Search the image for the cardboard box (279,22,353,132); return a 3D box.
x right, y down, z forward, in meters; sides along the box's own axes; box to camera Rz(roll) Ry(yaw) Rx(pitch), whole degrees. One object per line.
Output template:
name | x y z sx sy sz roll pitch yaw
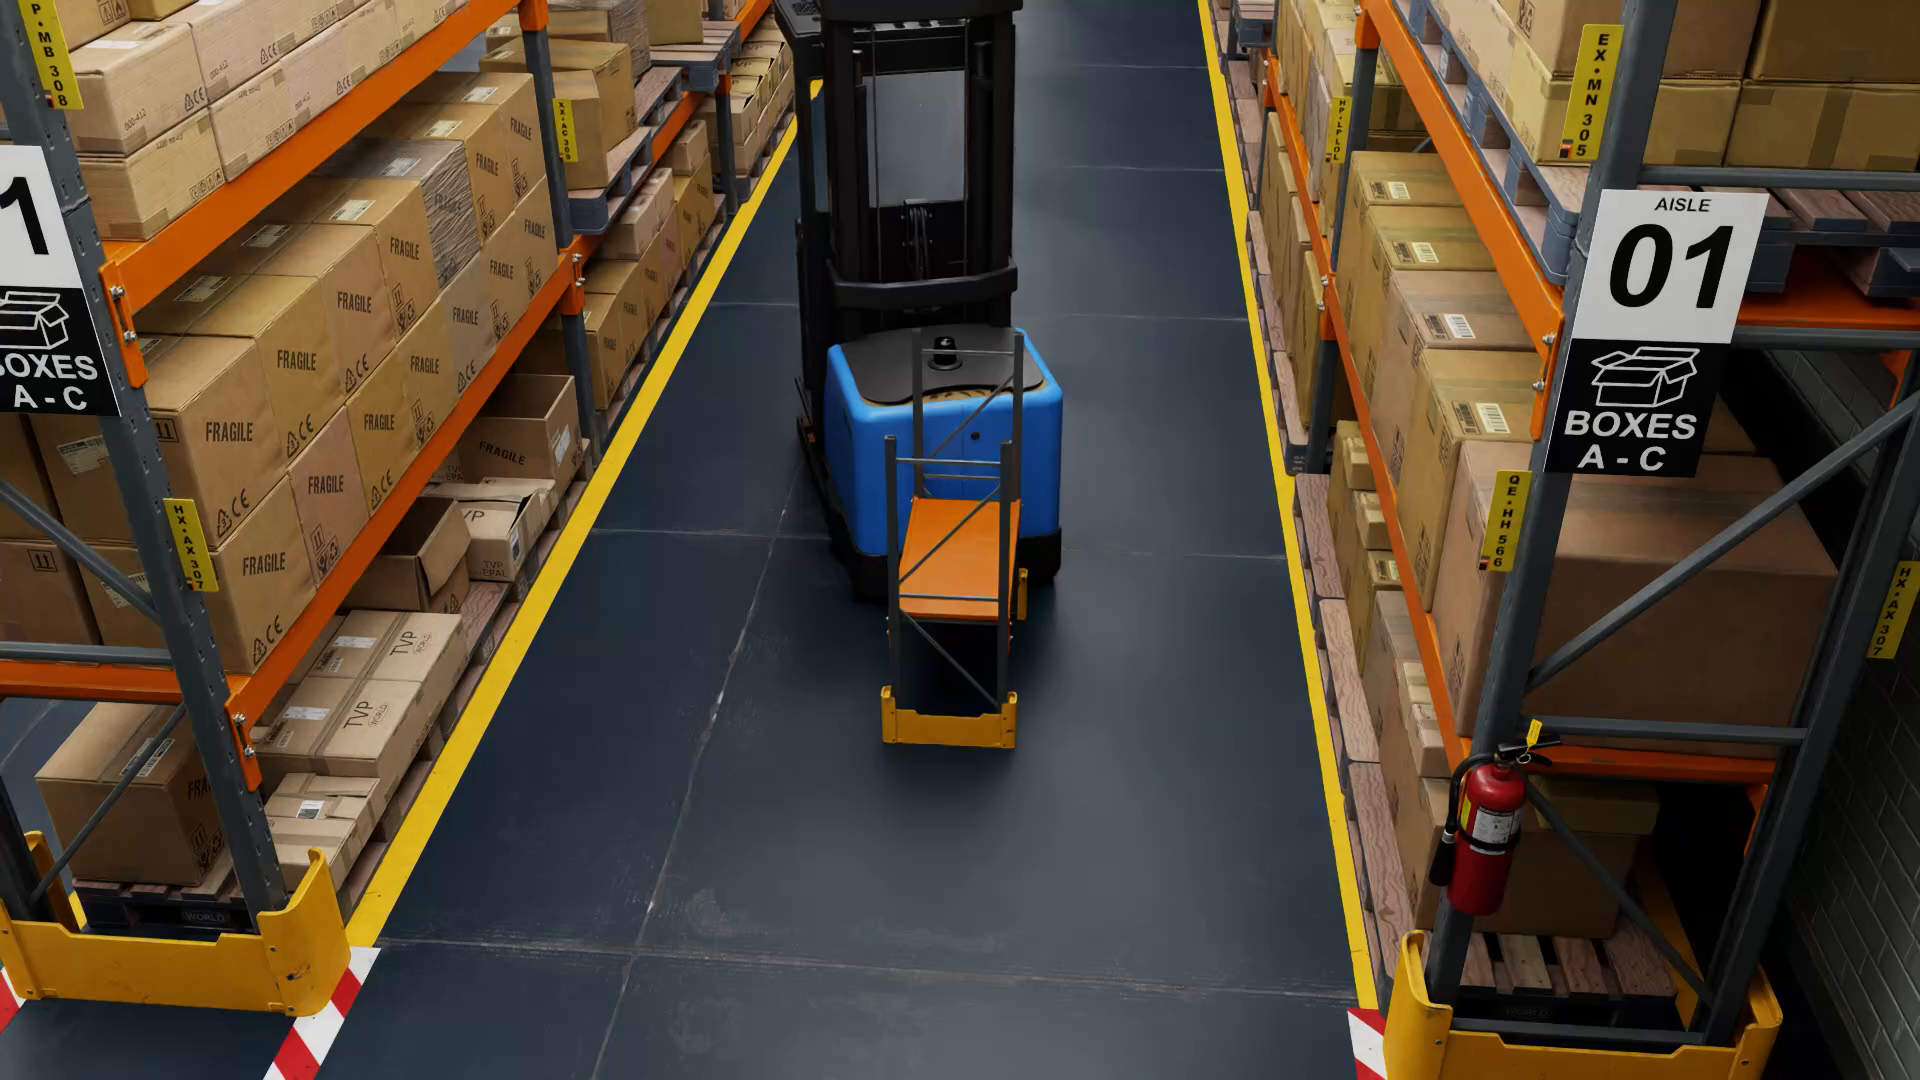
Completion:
cardboard box | -2.485 -1.630 5.820 0.500 0.250 0.500 2 32 4

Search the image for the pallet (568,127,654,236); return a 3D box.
pallet | -2.373 -2.060 9.416 1.003 0.211 1.213 2 32 4

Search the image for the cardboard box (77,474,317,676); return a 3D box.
cardboard box | -2.574 0.100 5.633 0.500 0.500 0.500 3 32 5

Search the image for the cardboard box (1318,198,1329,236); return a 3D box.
cardboard box | 2.133 -1.742 8.938 0.380 0.149 0.250 3 32 5

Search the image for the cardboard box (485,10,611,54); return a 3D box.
cardboard box | -2.464 -2.876 10.062 0.700 0.500 0.500 -5 32 -9

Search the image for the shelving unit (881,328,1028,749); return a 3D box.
shelving unit | -0.007 -0.018 7.349 0.587 1.500 1.083 2 32 4

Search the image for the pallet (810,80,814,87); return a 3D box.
pallet | -1.917 -4.338 15.587 1.003 0.211 1.213 2 32 4

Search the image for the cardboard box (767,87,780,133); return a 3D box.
cardboard box | -1.809 -3.624 13.993 0.500 0.250 0.500 2 32 3

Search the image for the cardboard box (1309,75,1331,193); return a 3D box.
cardboard box | 2.209 -2.216 9.088 0.500 0.500 0.500 3 32 4

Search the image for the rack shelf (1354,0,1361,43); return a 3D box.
rack shelf | 2.554 -3.535 9.454 1.077 0.370 4.000 2 32 4

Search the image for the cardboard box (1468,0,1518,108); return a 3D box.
cardboard box | 1.901 -1.528 5.159 0.500 0.250 0.500 1 32 2

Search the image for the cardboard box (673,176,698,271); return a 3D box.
cardboard box | -2.106 -2.173 11.381 0.500 0.500 0.500 1 32 2

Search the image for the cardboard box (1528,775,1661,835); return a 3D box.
cardboard box | 2.212 0.886 5.818 0.380 0.149 0.250 3 32 4

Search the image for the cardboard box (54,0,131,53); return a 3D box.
cardboard box | -2.847 -1.651 4.663 0.700 0.500 0.500 2 32 4

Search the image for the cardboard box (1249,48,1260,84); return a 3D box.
cardboard box | 2.999 -4.439 15.058 0.700 0.500 0.500 3 32 6

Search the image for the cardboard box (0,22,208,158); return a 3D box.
cardboard box | -2.571 -1.320 4.841 0.500 0.250 0.500 2 32 4

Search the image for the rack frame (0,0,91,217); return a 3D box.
rack frame | -2.872 -2.191 3.728 1.000 3.000 0.127 2 32 4

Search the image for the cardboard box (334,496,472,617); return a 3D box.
cardboard box | -2.695 0.130 7.640 0.797 0.503 0.637 2 32 4

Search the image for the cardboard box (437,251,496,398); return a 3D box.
cardboard box | -2.412 -0.960 7.354 0.500 0.500 0.500 3 32 5

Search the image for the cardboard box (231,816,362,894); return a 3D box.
cardboard box | -2.496 1.185 6.265 0.380 0.149 0.250 2 32 4

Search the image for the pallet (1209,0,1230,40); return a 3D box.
pallet | 3.158 -5.507 17.485 1.003 0.211 1.213 2 32 4

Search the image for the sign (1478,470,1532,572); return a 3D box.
sign | 1.525 -0.051 4.645 0.100 0.325 0.005 2 32 4

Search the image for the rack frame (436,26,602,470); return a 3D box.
rack frame | -2.547 -1.728 8.695 1.000 3.000 0.127 2 32 4

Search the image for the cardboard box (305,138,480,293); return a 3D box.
cardboard box | -2.410 -1.390 7.097 0.500 0.500 0.500 3 32 4

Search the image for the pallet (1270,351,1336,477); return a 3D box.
pallet | 2.378 -0.738 9.747 1.003 0.211 1.213 2 32 4

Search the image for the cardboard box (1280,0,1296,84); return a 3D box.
cardboard box | 2.370 -3.271 10.802 0.500 0.500 0.500 3 32 6

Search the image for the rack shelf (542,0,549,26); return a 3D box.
rack shelf | -2.384 -3.745 9.794 1.077 0.370 4.000 2 32 4

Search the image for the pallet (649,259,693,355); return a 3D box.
pallet | -2.422 -1.608 11.158 1.003 0.211 1.213 2 32 4

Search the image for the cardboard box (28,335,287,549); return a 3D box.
cardboard box | -2.574 -0.326 5.371 0.500 0.500 0.500 3 32 5

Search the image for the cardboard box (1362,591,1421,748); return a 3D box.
cardboard box | 2.103 0.563 6.959 0.700 0.500 0.500 1 32 2

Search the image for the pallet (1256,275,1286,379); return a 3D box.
pallet | 2.475 -1.378 10.785 1.003 0.211 1.213 2 32 4

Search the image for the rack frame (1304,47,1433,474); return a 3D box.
rack frame | 2.391 -1.519 8.355 1.000 3.000 0.127 2 32 4

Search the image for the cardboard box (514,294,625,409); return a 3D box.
cardboard box | -2.265 -1.094 9.629 0.500 0.500 0.500 1 32 2

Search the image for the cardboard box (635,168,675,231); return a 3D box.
cardboard box | -2.143 -2.198 10.707 0.500 0.250 0.500 2 32 3

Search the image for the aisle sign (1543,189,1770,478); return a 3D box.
aisle sign | 1.760 -0.509 4.239 0.394 0.787 0.004 2 32 4

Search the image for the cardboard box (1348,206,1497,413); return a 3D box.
cardboard box | 2.265 -0.982 7.198 0.980 0.700 0.700 2 32 3

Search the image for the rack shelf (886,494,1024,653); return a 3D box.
rack shelf | -0.006 0.131 7.451 0.538 0.185 1.000 2 32 4

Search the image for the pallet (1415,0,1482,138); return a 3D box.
pallet | 2.212 -1.694 5.866 1.003 0.211 1.213 2 32 4

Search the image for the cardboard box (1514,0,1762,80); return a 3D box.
cardboard box | 1.853 -1.575 4.520 0.500 0.500 0.500 2 32 4

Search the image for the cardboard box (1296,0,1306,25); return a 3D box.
cardboard box | 2.343 -3.338 10.195 0.500 0.250 0.500 3 32 4

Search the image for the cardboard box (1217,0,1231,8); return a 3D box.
cardboard box | 3.066 -5.879 17.394 0.700 0.500 0.500 1 32 1

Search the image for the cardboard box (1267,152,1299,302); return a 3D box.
cardboard box | 2.448 -2.037 10.845 0.750 0.750 0.750 2 32 4

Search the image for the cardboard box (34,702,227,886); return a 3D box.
cardboard box | -3.074 0.945 6.320 0.500 0.500 0.500 2 32 4

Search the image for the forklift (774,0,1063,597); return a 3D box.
forklift | -0.326 -1.730 8.763 1.130 2.935 3.031 -7 32 -11

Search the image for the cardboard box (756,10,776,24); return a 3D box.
cardboard box | -1.679 -4.662 15.142 0.500 0.311 0.500 3 32 5

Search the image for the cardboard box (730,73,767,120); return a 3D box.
cardboard box | -1.851 -3.603 13.424 0.500 0.311 0.500 2 32 3

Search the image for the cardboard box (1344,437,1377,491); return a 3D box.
cardboard box | 2.018 -0.352 7.825 0.380 0.149 0.250 3 32 6

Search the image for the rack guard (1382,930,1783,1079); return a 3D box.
rack guard | 2.063 1.650 5.597 1.175 0.500 0.348 2 32 4
